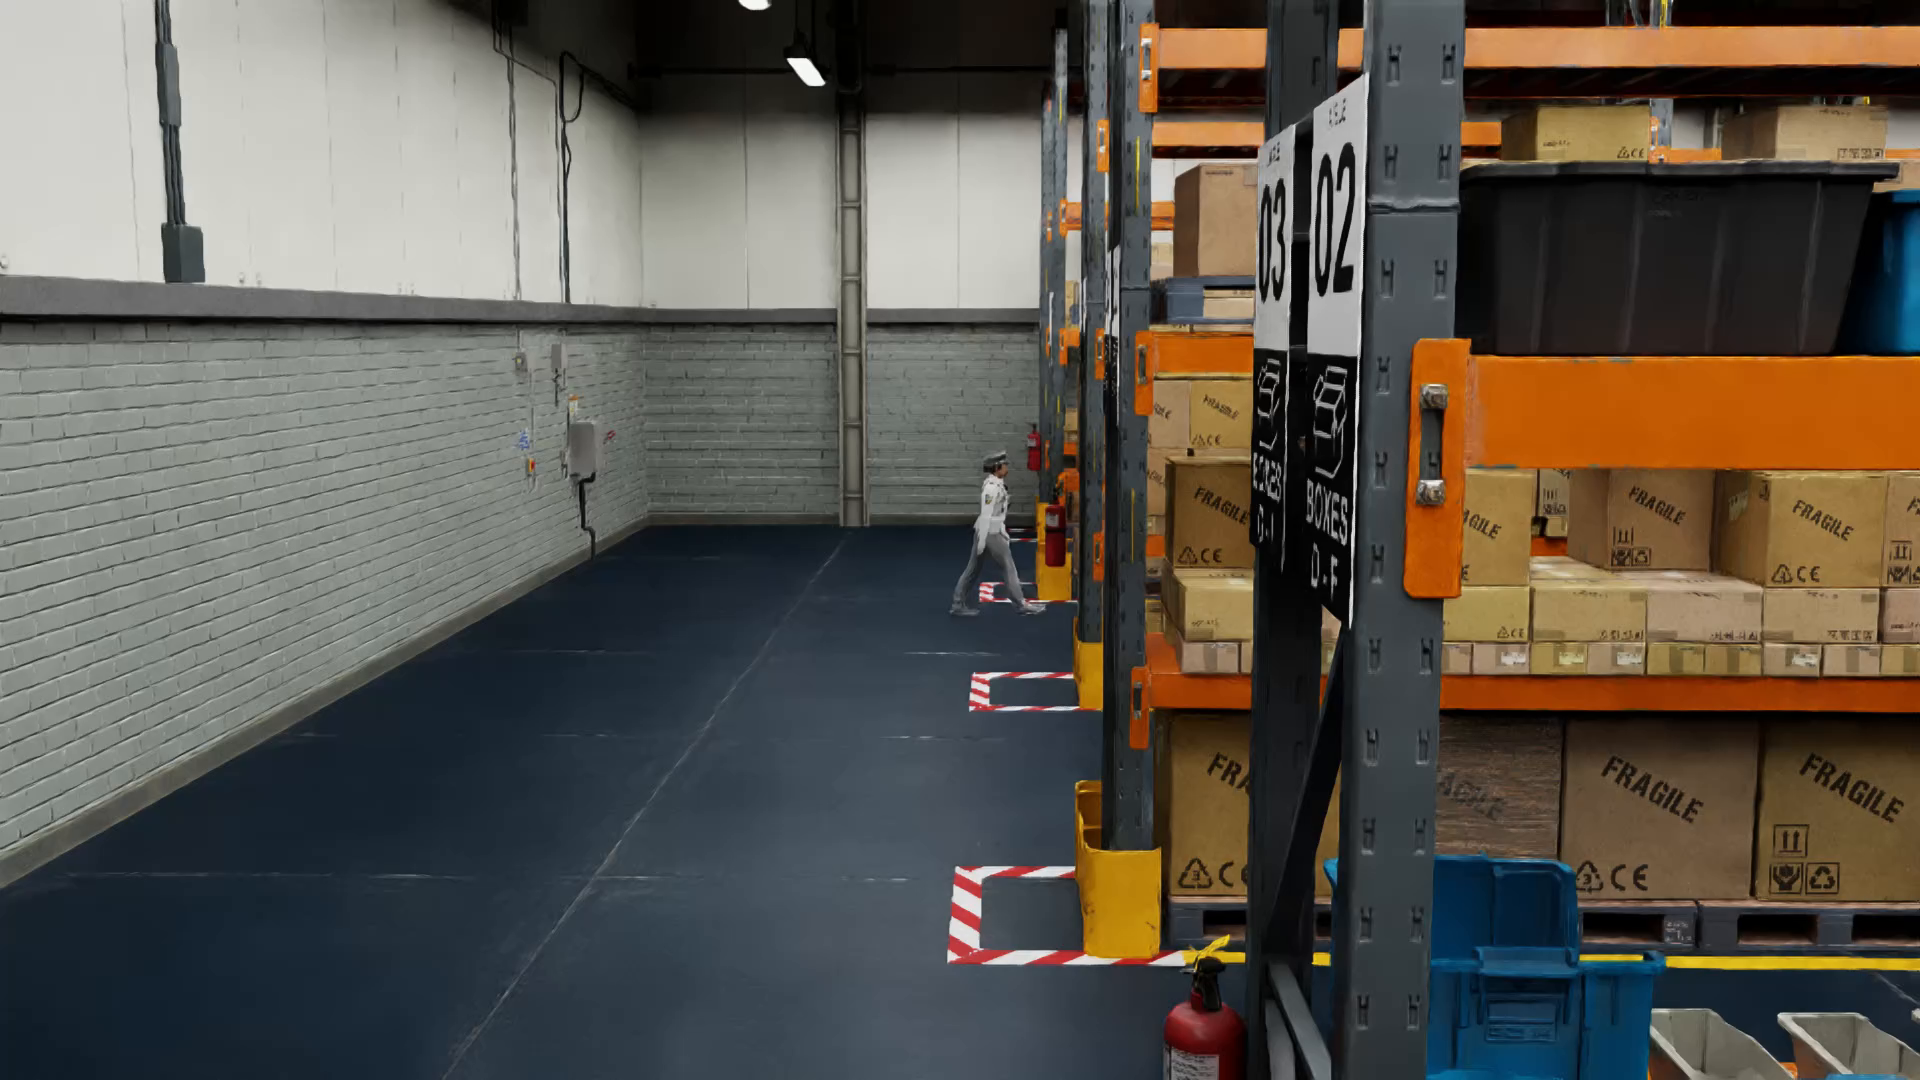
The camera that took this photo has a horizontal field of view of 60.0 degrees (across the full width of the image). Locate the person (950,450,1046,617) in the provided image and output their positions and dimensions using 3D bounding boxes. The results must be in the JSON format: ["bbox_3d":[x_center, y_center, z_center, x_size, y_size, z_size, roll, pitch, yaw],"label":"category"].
[{"bbox_3d":[0.369,-0.070,16.275,0.927,1.625,0.505,-1,7,-6],"label":"person"}]
